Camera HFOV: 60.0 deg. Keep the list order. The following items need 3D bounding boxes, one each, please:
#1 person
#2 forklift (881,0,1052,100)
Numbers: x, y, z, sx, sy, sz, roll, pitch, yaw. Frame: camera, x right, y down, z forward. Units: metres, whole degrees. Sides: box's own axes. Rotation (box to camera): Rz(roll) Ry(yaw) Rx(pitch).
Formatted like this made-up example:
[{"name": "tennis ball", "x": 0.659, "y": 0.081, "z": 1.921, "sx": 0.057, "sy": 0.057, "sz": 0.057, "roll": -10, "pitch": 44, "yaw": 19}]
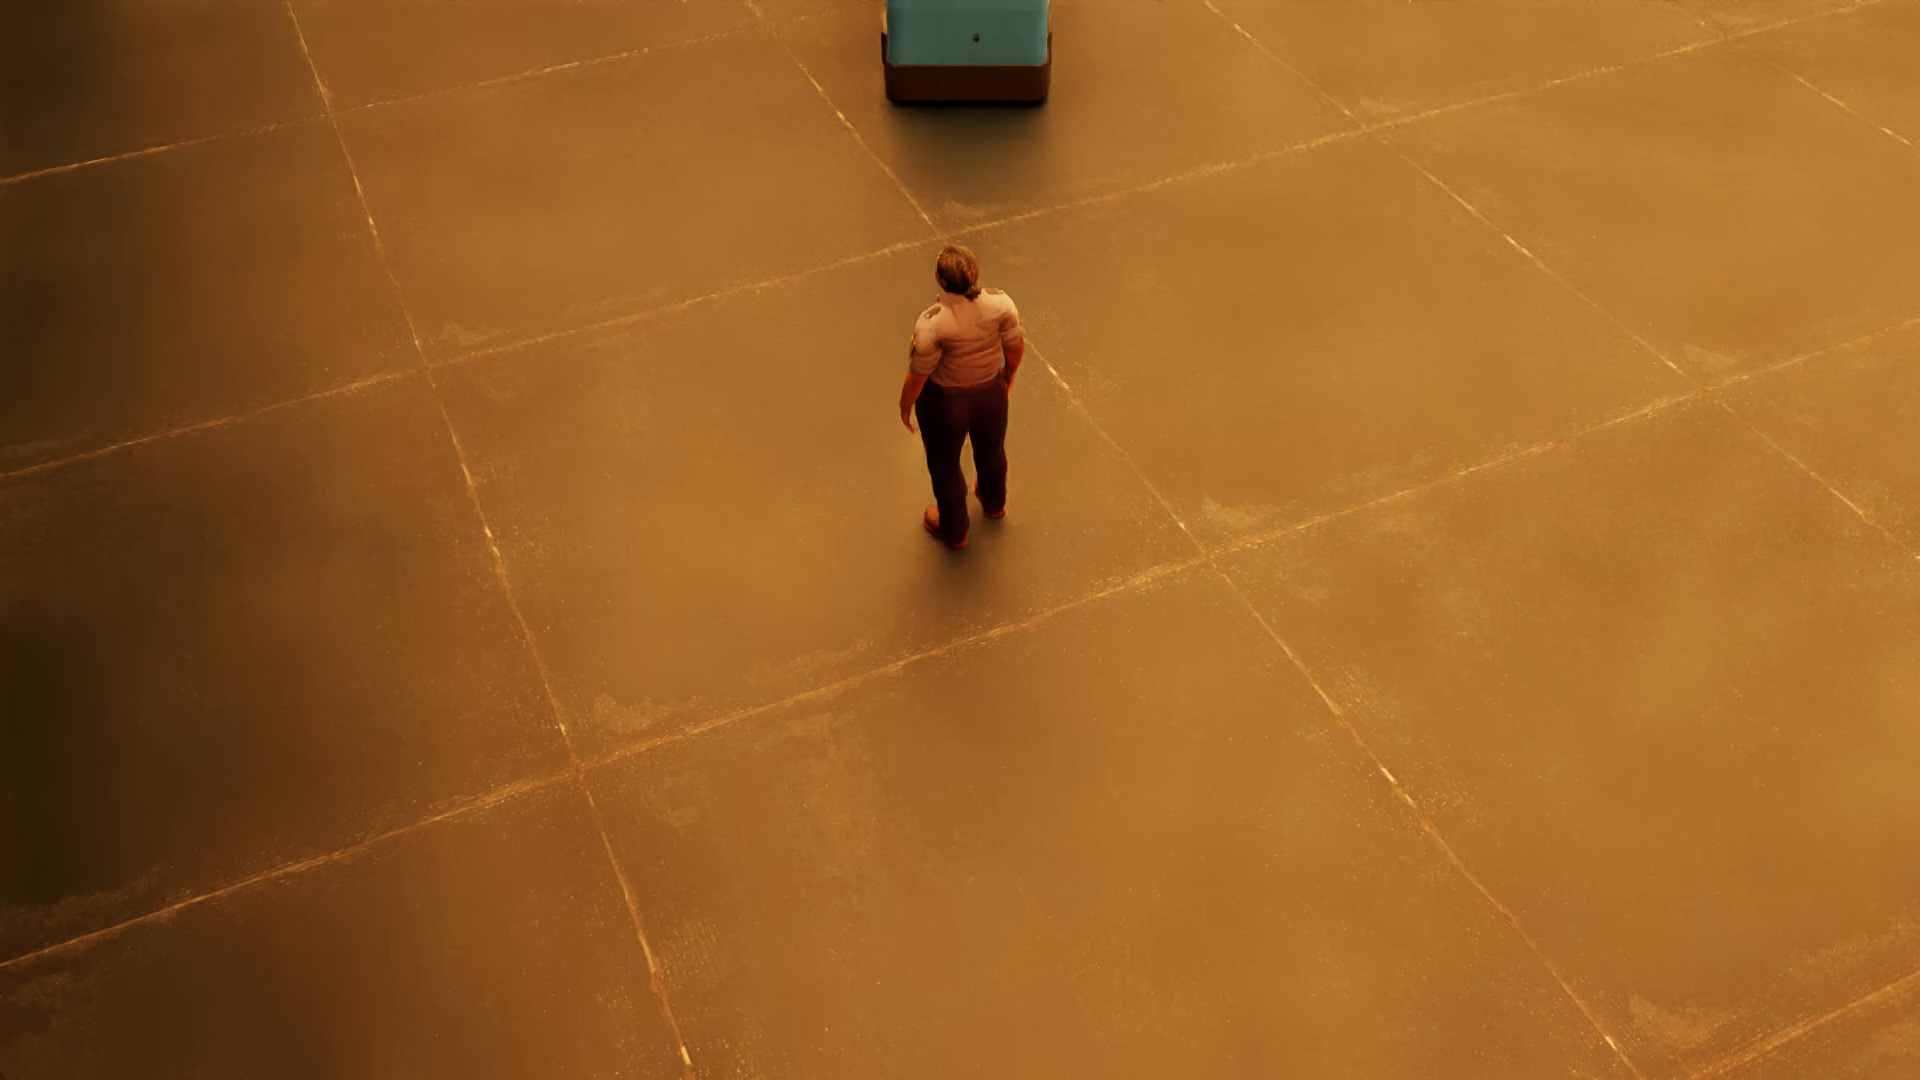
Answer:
[{"name": "person", "x": -0.017, "y": -0.666, "z": 7.332, "sx": 0.599, "sy": 1.640, "sz": 0.501, "roll": -18, "pitch": 46, "yaw": -18}, {"name": "forklift", "x": 0.045, "y": -4.900, "z": 10.931, "sx": 1.130, "sy": 2.935, "sz": 3.031, "roll": 0, "pitch": 43, "yaw": 0}]
